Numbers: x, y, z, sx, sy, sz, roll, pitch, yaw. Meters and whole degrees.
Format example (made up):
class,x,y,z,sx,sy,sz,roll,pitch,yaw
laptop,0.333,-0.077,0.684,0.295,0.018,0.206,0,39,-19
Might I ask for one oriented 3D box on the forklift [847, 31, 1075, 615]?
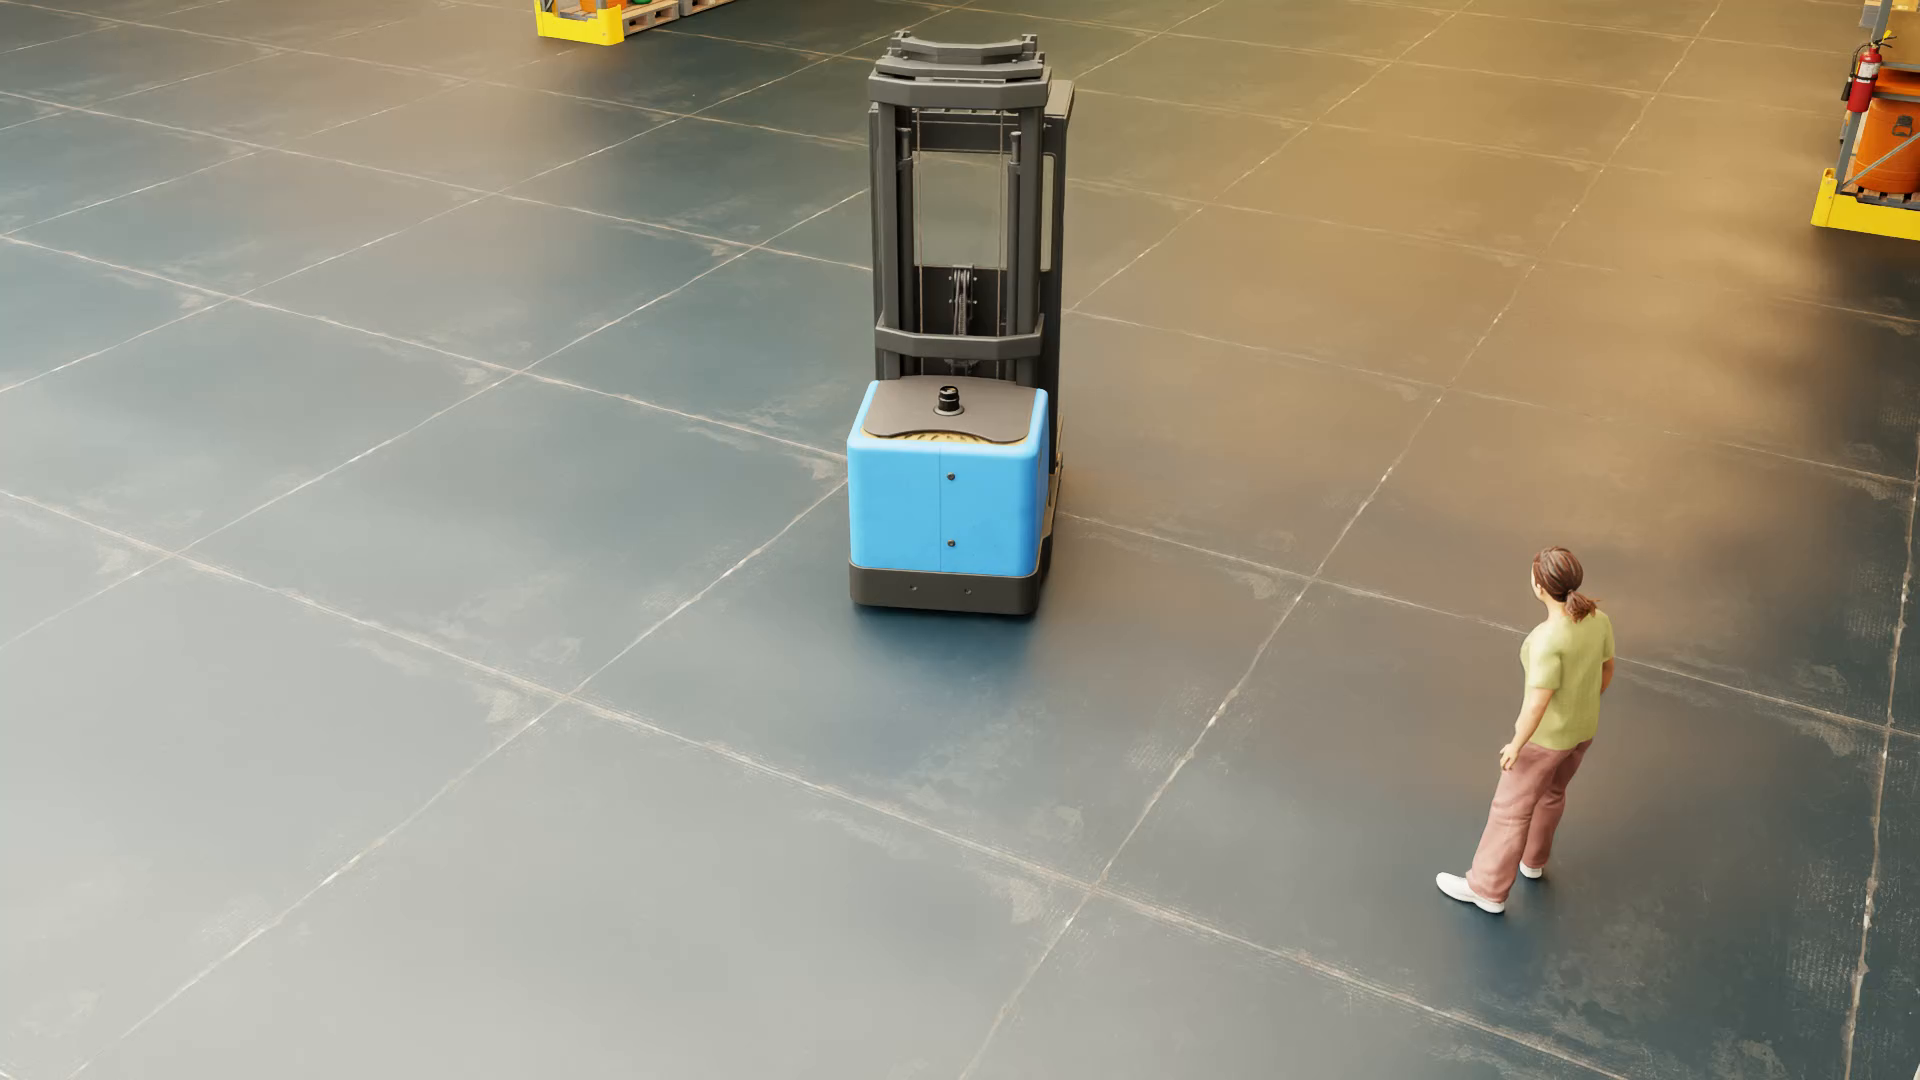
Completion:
class,x,y,z,sx,sy,sz,roll,pitch,yaw
forklift,0.072,-1.572,9.794,1.130,2.935,3.031,3,30,6

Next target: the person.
class,x,y,z,sx,sy,sz,roll,pitch,yaw
person,2.419,0.787,6.968,0.593,1.678,0.402,-19,35,-29
